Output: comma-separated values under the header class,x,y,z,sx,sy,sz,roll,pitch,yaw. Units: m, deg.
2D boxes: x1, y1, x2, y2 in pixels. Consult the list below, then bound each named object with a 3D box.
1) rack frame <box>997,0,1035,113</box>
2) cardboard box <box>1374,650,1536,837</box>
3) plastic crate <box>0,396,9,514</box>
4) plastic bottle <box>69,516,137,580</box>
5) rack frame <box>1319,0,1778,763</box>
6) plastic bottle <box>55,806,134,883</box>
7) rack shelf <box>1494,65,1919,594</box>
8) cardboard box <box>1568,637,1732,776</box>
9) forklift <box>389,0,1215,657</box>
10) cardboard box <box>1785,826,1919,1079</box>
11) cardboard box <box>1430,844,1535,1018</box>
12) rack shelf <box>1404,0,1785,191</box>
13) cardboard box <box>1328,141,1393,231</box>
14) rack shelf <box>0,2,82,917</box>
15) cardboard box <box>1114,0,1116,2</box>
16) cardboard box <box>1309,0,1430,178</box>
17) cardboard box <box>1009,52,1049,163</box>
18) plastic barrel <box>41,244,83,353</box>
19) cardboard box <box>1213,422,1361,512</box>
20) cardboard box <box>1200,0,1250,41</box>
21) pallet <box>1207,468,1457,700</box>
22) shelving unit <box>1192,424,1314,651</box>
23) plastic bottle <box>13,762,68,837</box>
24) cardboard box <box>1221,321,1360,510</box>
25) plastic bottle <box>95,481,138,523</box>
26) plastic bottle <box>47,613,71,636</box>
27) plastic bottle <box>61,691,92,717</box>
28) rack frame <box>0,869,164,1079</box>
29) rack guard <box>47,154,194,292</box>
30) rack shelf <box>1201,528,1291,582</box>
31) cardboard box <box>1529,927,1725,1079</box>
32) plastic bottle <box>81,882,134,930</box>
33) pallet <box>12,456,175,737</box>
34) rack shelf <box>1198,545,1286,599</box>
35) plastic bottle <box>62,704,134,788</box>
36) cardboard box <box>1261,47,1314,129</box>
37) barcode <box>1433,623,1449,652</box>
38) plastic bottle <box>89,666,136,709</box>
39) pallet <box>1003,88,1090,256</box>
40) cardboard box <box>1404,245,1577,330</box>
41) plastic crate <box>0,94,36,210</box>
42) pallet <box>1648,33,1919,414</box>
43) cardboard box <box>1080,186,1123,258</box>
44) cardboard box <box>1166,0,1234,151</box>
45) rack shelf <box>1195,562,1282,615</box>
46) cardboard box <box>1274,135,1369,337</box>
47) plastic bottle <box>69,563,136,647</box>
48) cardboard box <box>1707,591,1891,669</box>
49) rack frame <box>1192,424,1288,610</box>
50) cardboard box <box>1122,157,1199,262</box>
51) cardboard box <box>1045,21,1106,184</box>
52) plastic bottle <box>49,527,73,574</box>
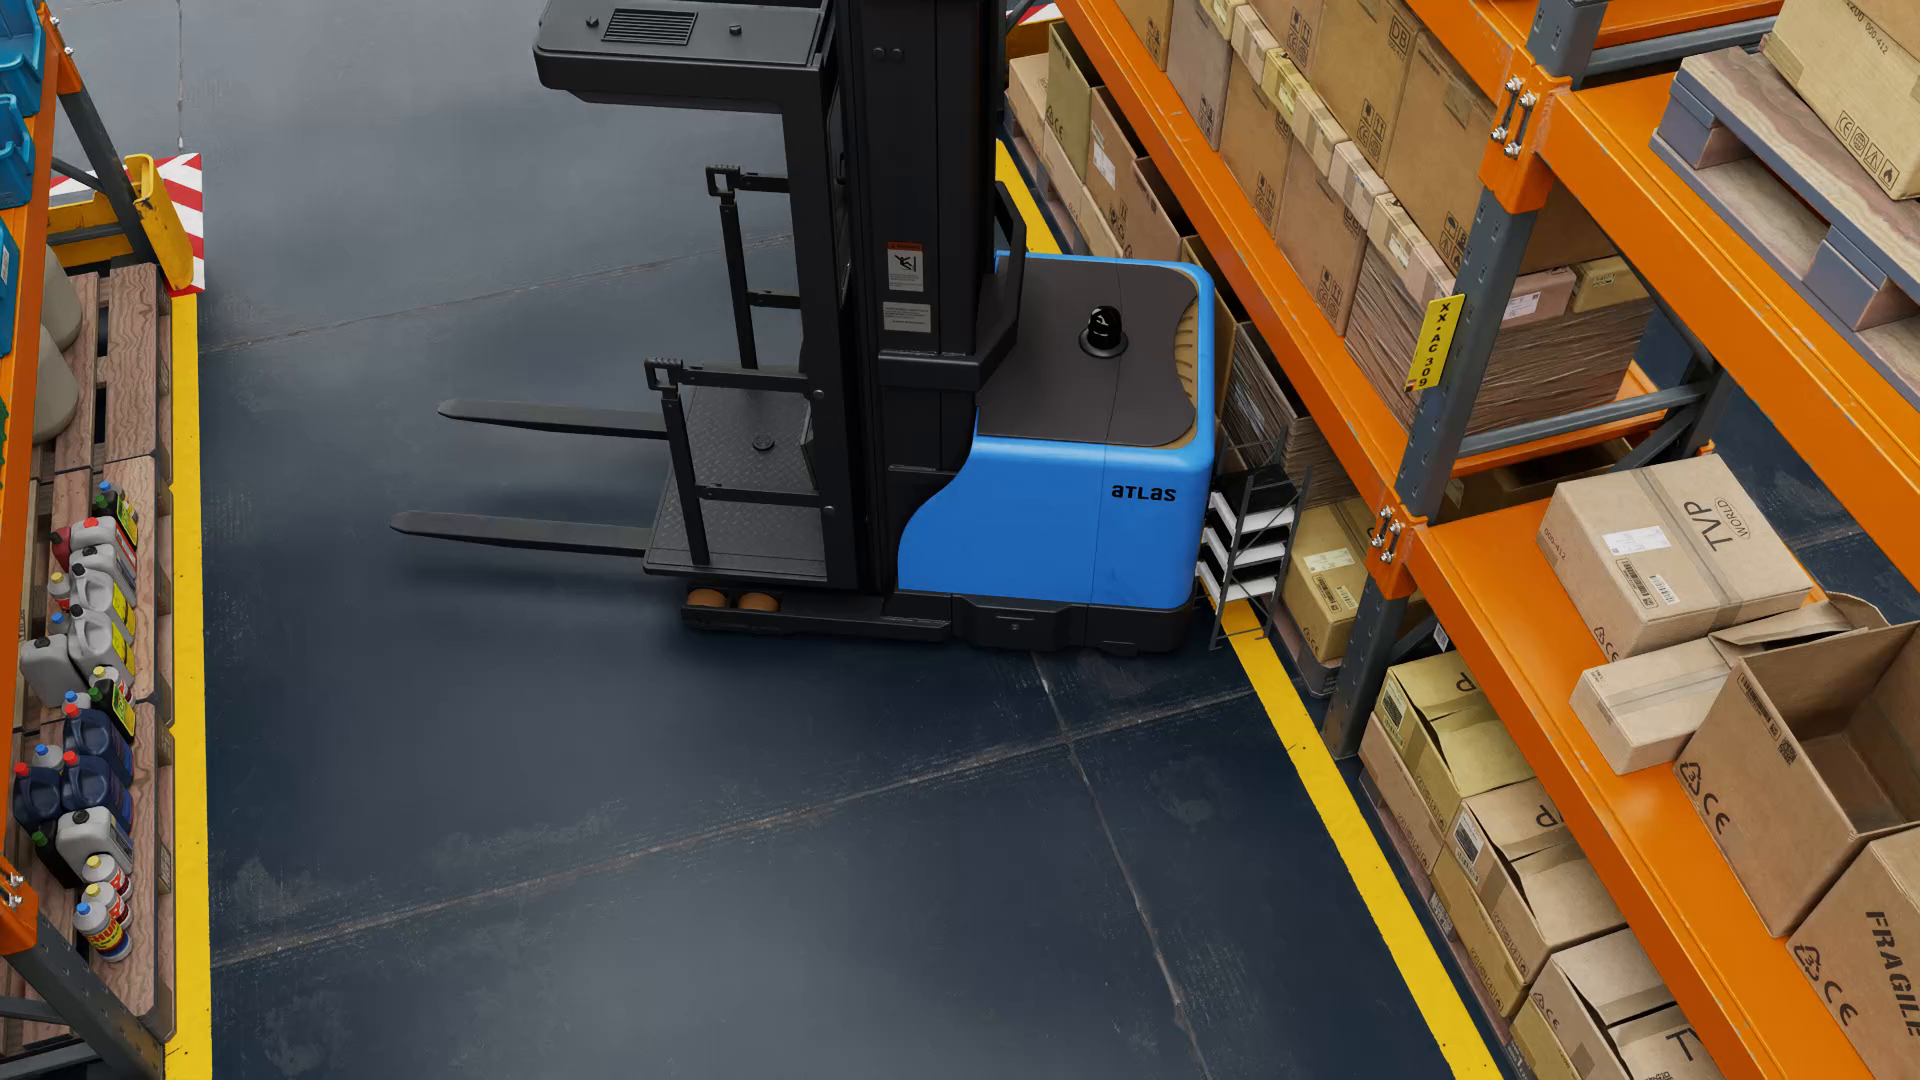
class,x,y,z,sx,sy,sz,roll,pitch,yaw
rack frame,0.599,-3.260,7.326,1.000,3.000,0.127,-13,51,-11
cardboard box,1.666,0.589,5.238,0.500,0.311,0.500,-13,51,-11
plastic crate,-3.083,-0.209,4.892,0.450,0.188,0.662,-13,51,-11
plastic bottle,-3.123,0.025,6.050,0.152,0.276,0.135,-13,51,-11
rack frame,1.782,-0.339,4.863,1.000,3.000,0.127,-13,51,-11
plastic bottle,-2.748,0.953,5.268,0.152,0.276,0.135,-12,51,-10
rack shelf,2.374,0.387,2.760,1.077,0.370,4.000,-13,51,-11
cardboard box,1.849,0.435,4.375,0.380,0.149,0.250,-13,51,-11
forklift,-0.622,-0.992,5.459,3.031,2.935,1.130,4,50,4
cardboard box,2.298,0.944,3.717,0.500,0.500,0.500,-13,51,-11
cardboard box,1.815,1.136,5.144,0.500,0.250,0.500,-12,51,-10
rack shelf,1.191,-2.535,5.223,1.077,0.370,4.000,-13,51,-11
cardboard box,1.346,-1.102,5.017,0.380,0.149,0.250,-15,51,-12
rack shelf,-3.542,-0.451,5.428,1.077,0.370,4.000,-13,51,-11
cardboard box,0.885,-2.566,6.676,0.700,0.500,0.500,-12,51,-10
cardboard box,1.494,-1.481,4.912,0.700,0.500,0.500,-13,51,-11
cardboard box,0.545,-2.067,7.844,0.500,0.250,0.500,-13,51,-11
plastic barrel,-3.866,-1.013,6.784,0.421,0.512,0.421,0,50,0
cardboard box,1.298,-0.245,6.308,0.500,0.250,0.500,-13,51,-11
cardboard box,1.042,-1.851,5.649,0.380,0.149,0.250,-12,51,-10
pallet,1.587,-0.030,6.427,1.003,0.211,1.213,-13,51,-11
shelving unit,1.023,0.006,5.930,0.258,0.900,0.210,-11,48,-13
plastic bottle,-2.931,0.840,5.315,0.144,0.351,0.185,-13,51,-11
cardboard box,1.299,-0.487,6.021,0.500,0.500,0.500,-13,51,-11
plastic bottle,-3.172,-0.141,6.239,0.097,0.201,0.097,0,50,0
plastic bottle,-3.132,0.330,5.842,0.097,0.201,0.097,0,50,0
plastic bottle,-2.928,0.596,5.572,0.097,0.271,0.097,0,50,0
rack frame,-2.951,0.778,3.922,1.000,3.000,0.127,-13,51,-11
rack guard,-4.066,-1.293,7.302,1.175,0.500,0.348,-13,51,-11
rack shelf,1.022,0.028,5.954,0.258,0.077,0.200,-11,48,-13
cardboard box,1.964,1.334,4.610,0.500,0.311,0.500,-15,51,-12
plastic bottle,-2.656,1.132,5.166,0.097,0.201,0.097,0,50,0
pallet,-3.474,0.285,6.162,1.003,0.211,1.213,-13,51,-11
rack shelf,1.018,0.090,6.020,0.258,0.077,0.200,-11,48,-13
plastic bottle,-2.849,0.669,5.459,0.144,0.351,0.185,-15,52,-13
cardboard box,1.198,-1.474,5.331,0.380,0.149,0.250,-14,51,-11
barcode,1.460,0.296,5.047,0.001,0.075,0.075,-13,51,-11
plastic bottle,-2.910,0.505,5.694,0.097,0.201,0.097,0,50,0
pallet,0.865,-1.813,7.930,1.003,0.211,1.213,-13,51,-11
cardboard box,1.497,-0.730,4.704,0.380,0.149,0.250,-13,51,-11
plastic crate,-3.513,-1.322,5.789,0.499,0.251,0.408,-13,51,-11
pallet,2.055,-0.603,3.249,0.805,0.209,1.217,-15,52,-12
cardboard box,0.844,-1.338,7.229,0.500,0.250,0.500,-13,51,-11
cardboard box,1.185,-1.819,6.046,0.700,0.500,0.500,-12,51,-10
rack shelf,1.015,0.152,6.085,0.258,0.077,0.200,-11,48,-13
cardboard box,1.483,-1.078,5.421,0.700,0.500,0.500,-14,51,-11
plastic bottle,-3.030,0.223,5.835,0.144,0.351,0.185,-11,51,-9
cardboard box,2.218,0.305,4.409,0.396,0.266,0.258,-14,51,-12
rack frame,0.993,-0.066,5.996,0.240,0.900,0.006,-11,48,-13
cardboard box,0.986,-1.213,6.634,0.500,0.500,0.500,-13,51,-11
cardboard box,0.695,-1.944,7.250,0.500,0.500,0.500,-13,51,-11
plastic bottle,-3.225,0.048,6.027,0.061,0.283,0.133,-13,51,-11
